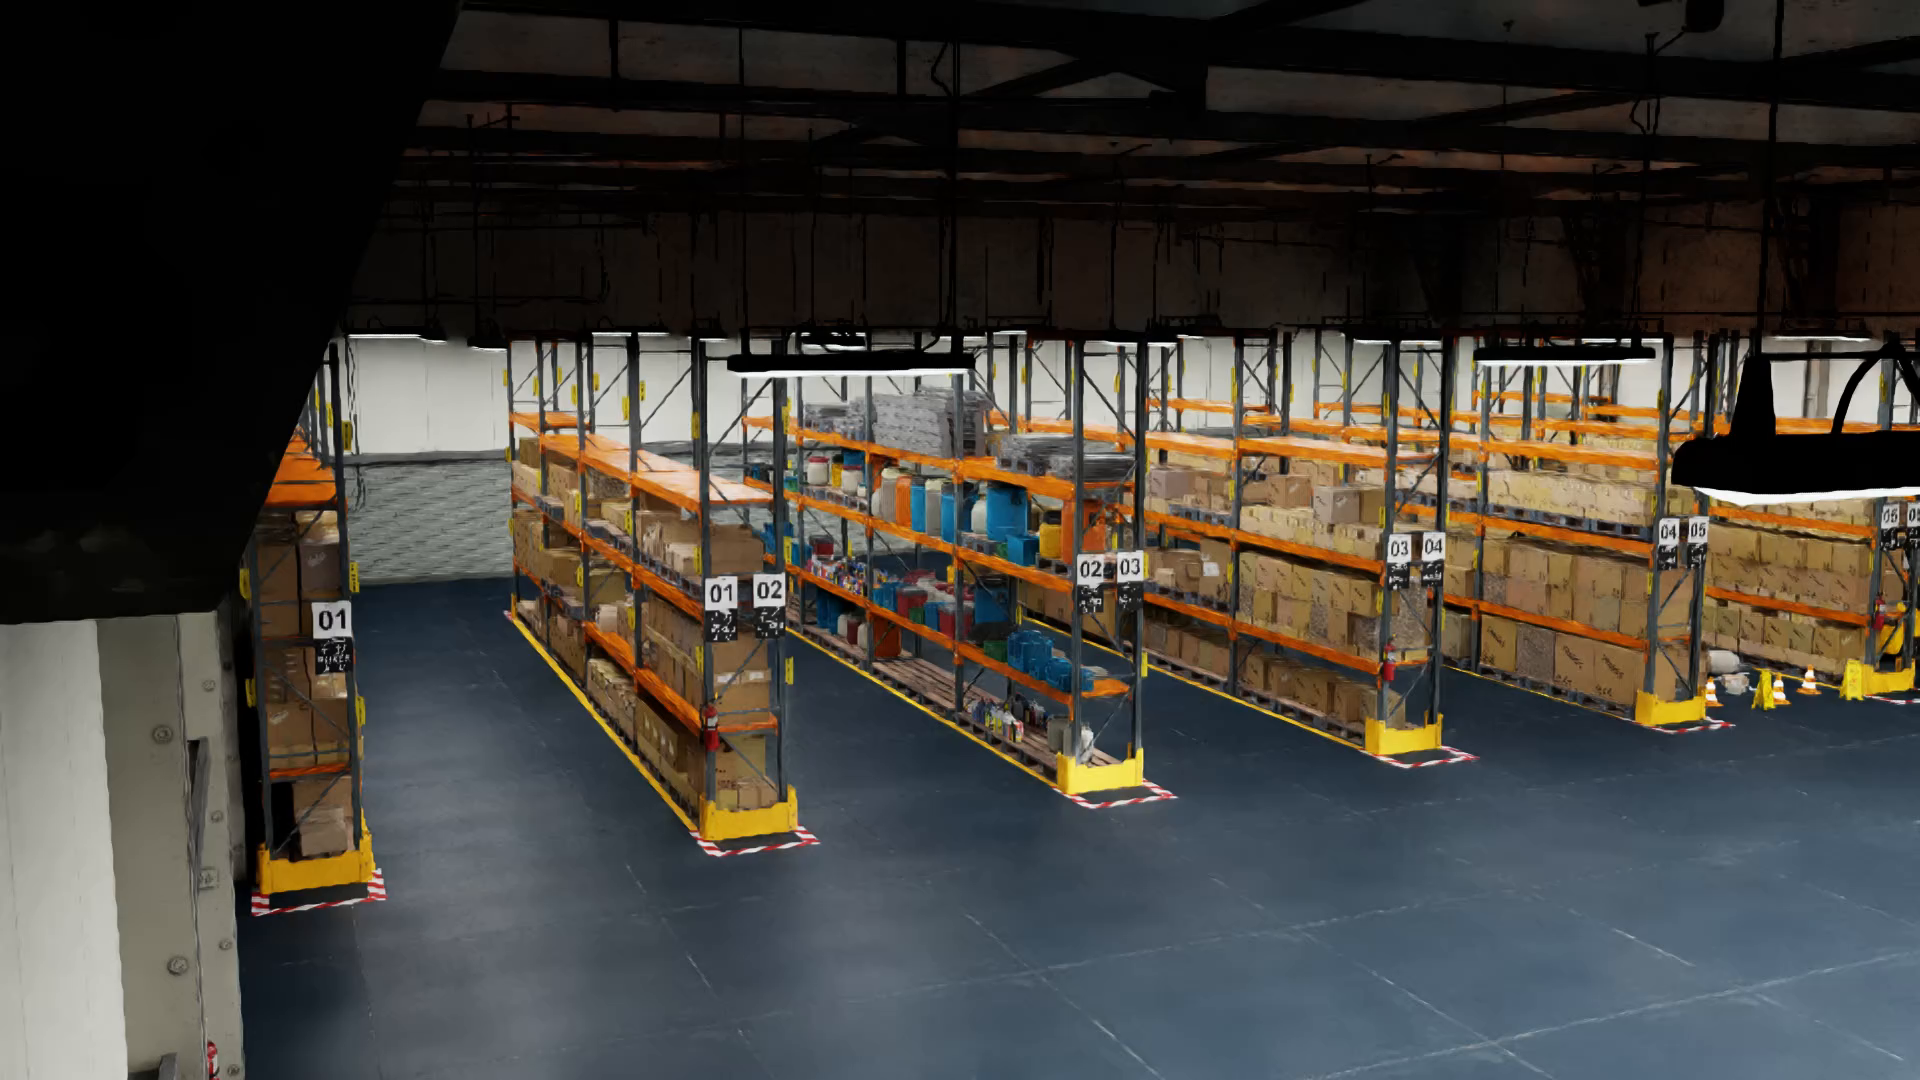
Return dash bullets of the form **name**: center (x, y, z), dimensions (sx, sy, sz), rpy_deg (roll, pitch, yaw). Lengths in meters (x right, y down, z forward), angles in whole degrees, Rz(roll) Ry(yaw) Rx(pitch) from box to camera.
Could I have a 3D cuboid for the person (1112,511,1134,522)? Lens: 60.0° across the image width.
- **person**: center (4.308, -0.482, 43.874), dimensions (0.620, 1.723, 0.957), rpy_deg (0, 8, 1)
